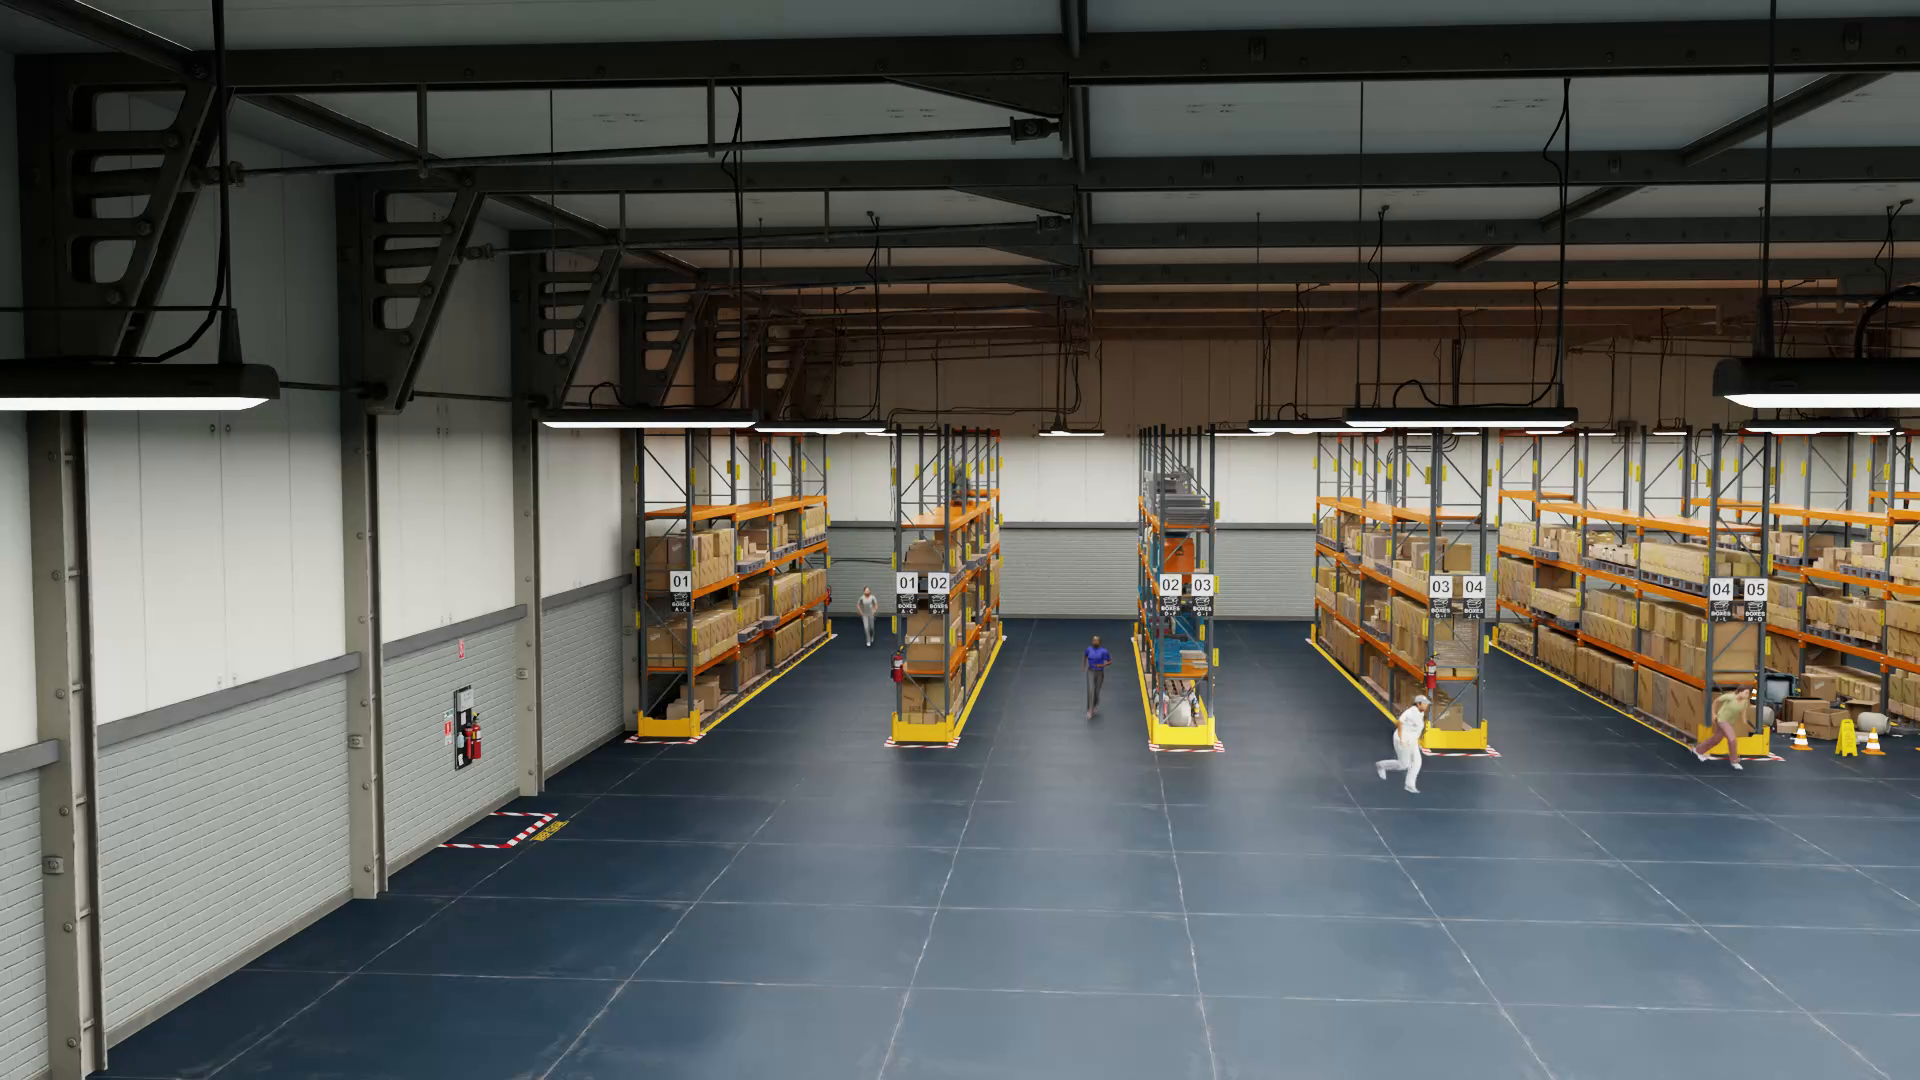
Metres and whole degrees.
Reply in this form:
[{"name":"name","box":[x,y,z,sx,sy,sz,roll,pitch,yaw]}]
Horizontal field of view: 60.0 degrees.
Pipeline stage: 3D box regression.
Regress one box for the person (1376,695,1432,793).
[{"name":"person","box":[7.241,3.305,27.095,0.900,1.619,0.606,2,4,34]}]

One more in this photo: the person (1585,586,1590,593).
[{"name":"person","box":[17.058,2.097,45.401,0.589,1.720,0.883,-1,4,-14]}]

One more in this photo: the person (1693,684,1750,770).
[{"name":"person","box":[13.337,3.203,29.089,0.569,1.497,1.050,-1,4,-22]}]

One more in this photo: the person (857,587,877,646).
[{"name":"person","box":[-2.581,2.102,46.158,0.578,1.642,0.603,0,3,-5]}]

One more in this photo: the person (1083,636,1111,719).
[{"name":"person","box":[2.827,2.808,34.280,0.586,1.672,0.822,0,4,8]}]
